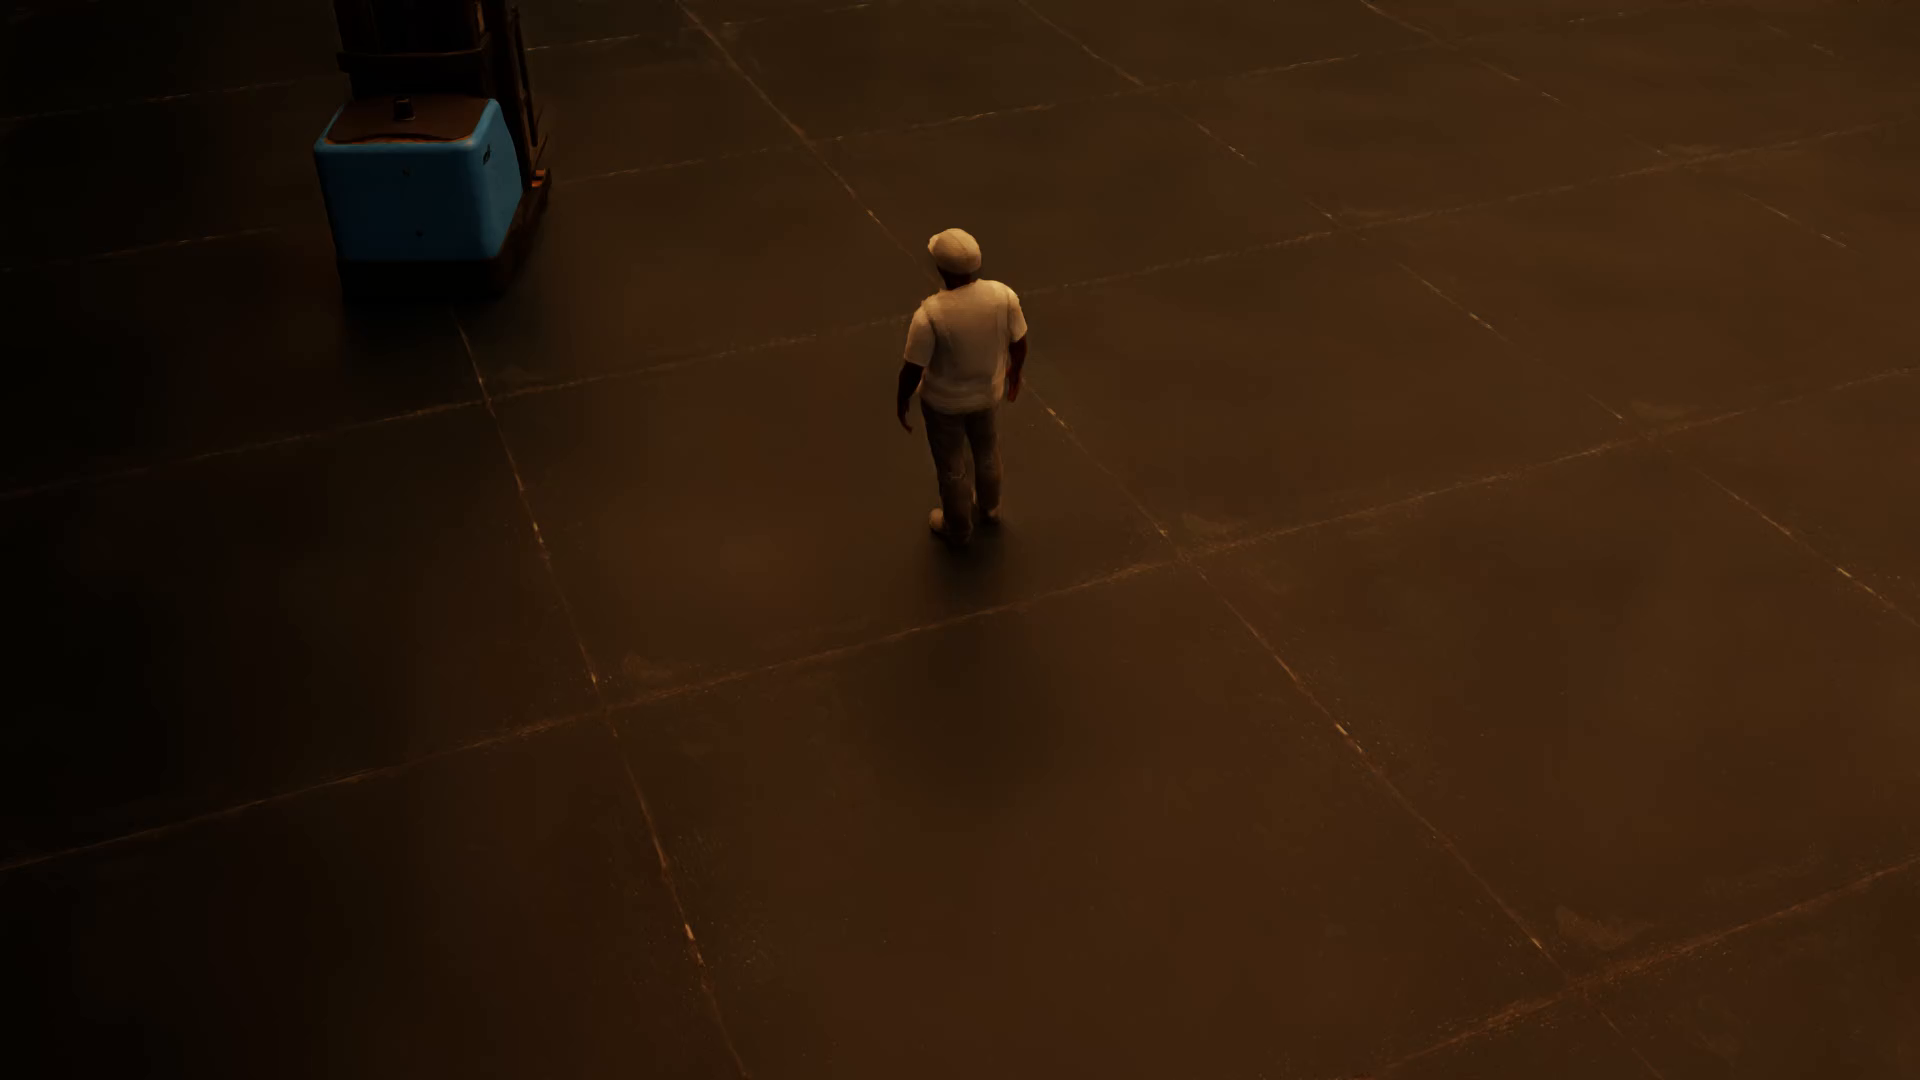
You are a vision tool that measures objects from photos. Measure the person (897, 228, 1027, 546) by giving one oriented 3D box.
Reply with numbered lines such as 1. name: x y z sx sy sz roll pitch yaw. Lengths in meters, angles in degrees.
1. person: -0.022 -0.764 8.166 0.665 1.766 0.576 -14 38 -19

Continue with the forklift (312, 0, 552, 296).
1. forklift: -3.551 -3.594 11.153 1.130 2.935 3.031 -2 35 -2
